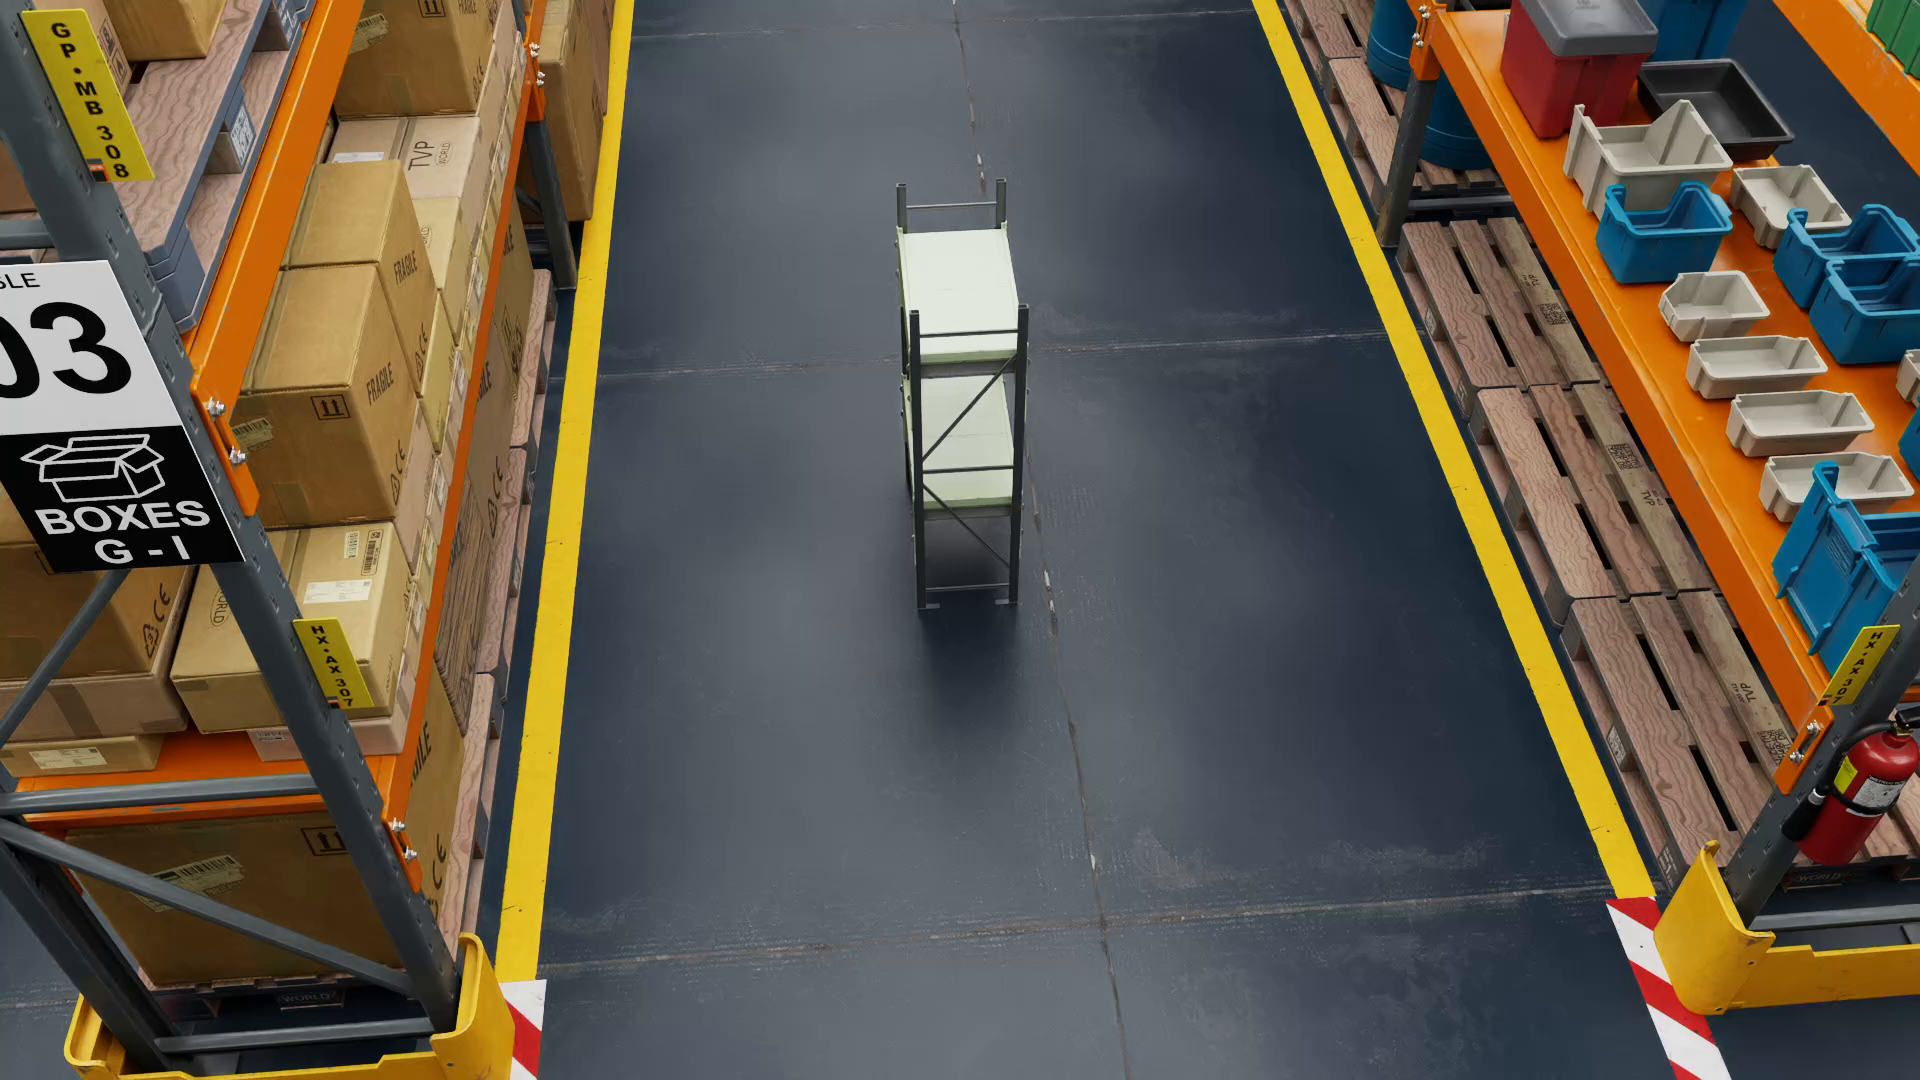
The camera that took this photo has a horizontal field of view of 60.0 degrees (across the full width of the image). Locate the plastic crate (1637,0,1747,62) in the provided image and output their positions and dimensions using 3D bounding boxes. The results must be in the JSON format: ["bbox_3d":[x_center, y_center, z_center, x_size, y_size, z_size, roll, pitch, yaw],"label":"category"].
[{"bbox_3d":[2.961,-2.247,6.918,0.392,0.384,0.575,-3,47,-3],"label":"plastic crate"}]

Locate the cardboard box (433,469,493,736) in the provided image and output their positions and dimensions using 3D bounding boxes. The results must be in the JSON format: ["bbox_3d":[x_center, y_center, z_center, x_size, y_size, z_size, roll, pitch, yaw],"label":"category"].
[{"bbox_3d":[-2.228,0.116,5.885,0.875,0.875,0.875,-3,47,-3],"label":"cardboard box"}]

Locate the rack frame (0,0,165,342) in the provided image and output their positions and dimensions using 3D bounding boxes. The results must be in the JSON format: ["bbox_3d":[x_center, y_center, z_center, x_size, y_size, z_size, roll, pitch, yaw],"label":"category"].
[{"bbox_3d":[-2.018,-1.417,2.030,1.000,3.000,0.127,-3,47,-3],"label":"rack frame"}]

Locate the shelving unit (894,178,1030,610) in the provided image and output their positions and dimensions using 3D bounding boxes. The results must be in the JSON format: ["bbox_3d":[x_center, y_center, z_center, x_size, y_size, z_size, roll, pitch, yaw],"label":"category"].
[{"bbox_3d":[-0.001,-0.521,6.347,0.431,1.500,0.755,-3,47,-3],"label":"shelving unit"}]

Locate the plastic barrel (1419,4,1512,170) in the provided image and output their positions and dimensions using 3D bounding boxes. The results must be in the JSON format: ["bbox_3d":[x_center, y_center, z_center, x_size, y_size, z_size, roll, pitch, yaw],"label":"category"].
[{"bbox_3d":[2.554,-2.366,8.218,0.600,0.901,0.708,-3,47,-3],"label":"plastic barrel"}]

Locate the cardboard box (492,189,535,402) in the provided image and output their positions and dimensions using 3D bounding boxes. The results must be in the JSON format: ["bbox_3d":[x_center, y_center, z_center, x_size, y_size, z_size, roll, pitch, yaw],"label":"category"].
[{"bbox_3d":[-2.378,-1.179,7.111,0.875,0.875,0.875,-3,47,-3],"label":"cardboard box"}]

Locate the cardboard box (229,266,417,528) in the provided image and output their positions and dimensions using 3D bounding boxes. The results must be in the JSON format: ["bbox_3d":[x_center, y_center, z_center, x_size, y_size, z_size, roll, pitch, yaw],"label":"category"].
[{"bbox_3d":[-1.831,-0.388,4.570,0.500,0.500,0.500,-5,47,-4],"label":"cardboard box"}]

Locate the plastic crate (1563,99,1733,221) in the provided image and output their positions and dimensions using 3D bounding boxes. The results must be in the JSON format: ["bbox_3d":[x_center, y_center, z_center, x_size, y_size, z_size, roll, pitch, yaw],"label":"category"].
[{"bbox_3d":[2.527,-1.413,6.199,0.437,0.282,0.530,-3,47,-3],"label":"plastic crate"}]

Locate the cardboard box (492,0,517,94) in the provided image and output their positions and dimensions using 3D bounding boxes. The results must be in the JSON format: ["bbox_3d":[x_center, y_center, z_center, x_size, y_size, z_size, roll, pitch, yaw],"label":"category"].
[{"bbox_3d":[-2.055,-1.995,6.608,0.500,0.250,0.500,-4,47,-4],"label":"cardboard box"}]

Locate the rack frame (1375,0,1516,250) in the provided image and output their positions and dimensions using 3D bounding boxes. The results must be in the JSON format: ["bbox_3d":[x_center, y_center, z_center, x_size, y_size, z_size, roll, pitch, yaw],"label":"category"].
[{"bbox_3d":[2.582,-2.549,7.234,1.000,3.000,0.127,-3,47,-3],"label":"rack frame"}]

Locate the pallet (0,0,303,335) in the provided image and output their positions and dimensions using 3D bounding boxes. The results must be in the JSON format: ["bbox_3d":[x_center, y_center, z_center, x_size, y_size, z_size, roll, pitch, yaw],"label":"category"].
[{"bbox_3d":[-2.091,-0.891,3.659,1.003,0.211,1.213,-3,47,-3],"label":"pallet"}]

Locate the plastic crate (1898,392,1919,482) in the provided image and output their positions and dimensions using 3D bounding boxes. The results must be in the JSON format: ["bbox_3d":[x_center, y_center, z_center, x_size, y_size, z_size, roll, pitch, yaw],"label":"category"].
[{"bbox_3d":[3.169,-0.293,5.172,0.416,0.233,0.300,-3,47,-3],"label":"plastic crate"}]

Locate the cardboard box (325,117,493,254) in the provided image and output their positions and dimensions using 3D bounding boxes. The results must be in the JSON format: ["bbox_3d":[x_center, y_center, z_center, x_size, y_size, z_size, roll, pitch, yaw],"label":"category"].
[{"bbox_3d":[-1.966,-1.251,5.904,0.500,0.250,0.500,-3,47,-2],"label":"cardboard box"}]

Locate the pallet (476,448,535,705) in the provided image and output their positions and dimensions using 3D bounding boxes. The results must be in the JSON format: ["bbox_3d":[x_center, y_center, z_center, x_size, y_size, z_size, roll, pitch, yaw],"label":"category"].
[{"bbox_3d":[-2.262,0.151,6.598,1.003,0.211,1.213,-3,47,-3],"label":"pallet"}]

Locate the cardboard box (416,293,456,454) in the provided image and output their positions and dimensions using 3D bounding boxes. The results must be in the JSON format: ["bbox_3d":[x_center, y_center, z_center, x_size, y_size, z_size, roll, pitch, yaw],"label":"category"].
[{"bbox_3d":[-1.878,-0.508,5.200,0.500,0.250,0.500,-5,47,-5],"label":"cardboard box"}]

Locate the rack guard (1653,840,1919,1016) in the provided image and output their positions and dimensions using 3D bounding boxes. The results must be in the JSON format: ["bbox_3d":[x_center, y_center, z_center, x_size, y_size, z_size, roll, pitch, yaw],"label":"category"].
[{"bbox_3d":[2.932,1.221,5.385,1.175,0.500,0.348,-3,47,-3],"label":"rack guard"}]

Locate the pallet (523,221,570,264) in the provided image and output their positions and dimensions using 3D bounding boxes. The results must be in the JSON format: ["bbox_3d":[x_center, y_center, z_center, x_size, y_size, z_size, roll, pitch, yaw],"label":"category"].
[{"bbox_3d":[-2.493,-1.843,8.486,1.003,0.211,1.213,-3,47,-3],"label":"pallet"}]

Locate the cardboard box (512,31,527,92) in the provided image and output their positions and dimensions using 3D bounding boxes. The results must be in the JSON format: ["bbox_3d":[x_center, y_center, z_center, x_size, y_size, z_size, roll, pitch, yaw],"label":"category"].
[{"bbox_3d":[-2.001,-1.961,6.850,0.380,0.149,0.250,-3,47,-3],"label":"cardboard box"}]

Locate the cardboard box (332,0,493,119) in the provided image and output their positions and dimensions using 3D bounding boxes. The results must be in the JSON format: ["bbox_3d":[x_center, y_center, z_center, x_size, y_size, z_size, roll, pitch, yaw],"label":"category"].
[{"bbox_3d":[-2.011,-1.877,5.980,0.500,0.500,0.500,-3,47,-3],"label":"cardboard box"}]

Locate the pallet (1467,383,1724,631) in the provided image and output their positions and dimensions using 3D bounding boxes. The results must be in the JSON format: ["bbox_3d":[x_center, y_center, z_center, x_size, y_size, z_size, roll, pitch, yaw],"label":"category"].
[{"bbox_3d":[2.788,-0.175,6.907,1.003,0.211,1.213,-3,47,-3],"label":"pallet"}]

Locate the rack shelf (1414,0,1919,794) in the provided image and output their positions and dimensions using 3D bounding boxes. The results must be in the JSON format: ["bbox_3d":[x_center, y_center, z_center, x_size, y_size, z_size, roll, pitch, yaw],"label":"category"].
[{"bbox_3d":[2.750,-0.854,6.125,1.077,0.370,4.000,-3,47,-3],"label":"rack shelf"}]

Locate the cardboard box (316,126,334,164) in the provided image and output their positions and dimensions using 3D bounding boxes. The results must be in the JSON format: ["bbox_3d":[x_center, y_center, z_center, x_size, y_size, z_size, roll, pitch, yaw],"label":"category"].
[{"bbox_3d":[-2.489,-1.208,5.863,0.500,0.250,0.500,-2,47,-2],"label":"cardboard box"}]

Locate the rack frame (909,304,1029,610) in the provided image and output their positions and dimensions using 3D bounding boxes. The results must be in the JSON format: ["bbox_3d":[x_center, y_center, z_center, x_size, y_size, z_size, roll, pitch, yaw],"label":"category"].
[{"bbox_3d":[0.030,-0.256,6.096,0.400,1.500,0.023,-3,47,-3],"label":"rack frame"}]

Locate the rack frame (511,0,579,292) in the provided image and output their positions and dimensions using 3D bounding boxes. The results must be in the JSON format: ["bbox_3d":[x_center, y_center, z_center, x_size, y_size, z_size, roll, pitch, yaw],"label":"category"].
[{"bbox_3d":[-2.353,-2.248,6.949,1.000,3.000,0.127,-3,47,-3],"label":"rack frame"}]

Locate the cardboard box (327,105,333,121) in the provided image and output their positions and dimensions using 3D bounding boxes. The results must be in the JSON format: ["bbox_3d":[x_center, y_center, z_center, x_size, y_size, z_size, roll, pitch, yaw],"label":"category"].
[{"bbox_3d":[-2.534,-1.837,5.943,0.500,0.500,0.500,-3,47,-3],"label":"cardboard box"}]

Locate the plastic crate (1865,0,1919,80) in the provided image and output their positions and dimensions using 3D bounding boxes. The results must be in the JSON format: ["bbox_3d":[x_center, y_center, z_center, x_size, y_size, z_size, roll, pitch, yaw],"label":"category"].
[{"bbox_3d":[2.550,-1.310,4.141,0.450,0.188,0.336,-3,47,-3],"label":"plastic crate"}]

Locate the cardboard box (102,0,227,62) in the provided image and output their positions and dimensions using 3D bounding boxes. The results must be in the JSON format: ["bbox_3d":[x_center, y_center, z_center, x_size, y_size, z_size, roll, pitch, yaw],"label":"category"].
[{"bbox_3d":[-2.042,-1.386,3.640,0.700,0.500,0.500,-5,47,-5],"label":"cardboard box"}]

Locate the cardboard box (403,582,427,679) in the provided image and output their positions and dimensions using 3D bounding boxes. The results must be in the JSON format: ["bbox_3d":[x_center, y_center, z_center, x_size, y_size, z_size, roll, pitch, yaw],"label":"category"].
[{"bbox_3d":[-1.742,0.270,4.738,0.380,0.149,0.250,-4,47,-4],"label":"cardboard box"}]

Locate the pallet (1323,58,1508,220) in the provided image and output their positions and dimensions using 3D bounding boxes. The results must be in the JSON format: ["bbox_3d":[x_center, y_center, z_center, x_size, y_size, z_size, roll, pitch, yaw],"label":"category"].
[{"bbox_3d":[2.559,-2.151,8.778,1.003,0.211,1.213,-3,47,-3],"label":"pallet"}]

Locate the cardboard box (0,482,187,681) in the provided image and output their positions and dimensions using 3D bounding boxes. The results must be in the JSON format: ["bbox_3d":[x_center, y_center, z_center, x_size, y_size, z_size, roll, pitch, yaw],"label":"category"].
[{"bbox_3d":[-2.321,0.001,4.201,0.500,0.500,0.500,-3,47,-3],"label":"cardboard box"}]

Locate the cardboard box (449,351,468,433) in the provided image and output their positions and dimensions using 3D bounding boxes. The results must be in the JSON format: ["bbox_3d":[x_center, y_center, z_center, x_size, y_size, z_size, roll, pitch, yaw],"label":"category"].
[{"bbox_3d":[-1.829,-0.474,5.443,0.380,0.149,0.250,-4,47,-4],"label":"cardboard box"}]

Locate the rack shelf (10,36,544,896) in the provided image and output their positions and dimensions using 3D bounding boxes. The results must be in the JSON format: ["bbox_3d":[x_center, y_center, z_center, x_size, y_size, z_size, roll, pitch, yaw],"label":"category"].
[{"bbox_3d":[-2.186,-0.553,5.840,1.077,0.370,4.000,-3,47,-3],"label":"rack shelf"}]

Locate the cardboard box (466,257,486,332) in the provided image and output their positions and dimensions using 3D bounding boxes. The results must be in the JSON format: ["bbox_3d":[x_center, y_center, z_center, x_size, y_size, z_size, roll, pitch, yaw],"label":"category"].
[{"bbox_3d":[-1.873,-0.847,5.795,0.380,0.149,0.250,-3,47,-3],"label":"cardboard box"}]

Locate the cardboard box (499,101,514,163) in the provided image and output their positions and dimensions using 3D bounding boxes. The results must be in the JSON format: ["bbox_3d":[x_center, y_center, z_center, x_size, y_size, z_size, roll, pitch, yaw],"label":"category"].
[{"bbox_3d":[-1.958,-1.589,6.498,0.380,0.149,0.250,-4,47,-4],"label":"cardboard box"}]

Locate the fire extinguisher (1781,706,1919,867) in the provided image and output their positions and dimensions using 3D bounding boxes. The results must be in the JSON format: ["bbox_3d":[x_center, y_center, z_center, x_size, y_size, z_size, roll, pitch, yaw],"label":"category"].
[{"bbox_3d":[2.477,0.637,4.527,0.296,0.674,0.183,-3,47,-3],"label":"fire extinguisher"}]

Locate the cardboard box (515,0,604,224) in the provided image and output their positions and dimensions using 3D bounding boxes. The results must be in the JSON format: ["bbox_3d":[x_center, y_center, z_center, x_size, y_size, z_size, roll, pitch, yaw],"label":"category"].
[{"bbox_3d":[-2.427,-2.123,8.006,1.225,0.875,0.875,-3,47,-3],"label":"cardboard box"}]

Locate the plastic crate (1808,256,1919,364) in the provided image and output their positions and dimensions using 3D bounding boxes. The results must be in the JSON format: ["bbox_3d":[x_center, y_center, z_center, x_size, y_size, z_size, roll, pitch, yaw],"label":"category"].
[{"bbox_3d":[3.114,-0.769,5.623,0.416,0.233,0.300,-3,47,-3],"label":"plastic crate"}]

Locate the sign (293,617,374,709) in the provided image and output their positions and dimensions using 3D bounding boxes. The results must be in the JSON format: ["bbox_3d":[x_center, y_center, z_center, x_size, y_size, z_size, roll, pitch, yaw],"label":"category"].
[{"bbox_3d":[-1.465,0.292,3.893,0.100,0.325,0.005,-3,47,-3],"label":"sign"}]

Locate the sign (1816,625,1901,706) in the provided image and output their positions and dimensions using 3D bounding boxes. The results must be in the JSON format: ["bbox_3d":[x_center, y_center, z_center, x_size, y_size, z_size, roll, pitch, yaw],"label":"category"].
[{"bbox_3d":[2.370,0.334,4.392,0.100,0.325,0.005,-3,47,-3],"label":"sign"}]

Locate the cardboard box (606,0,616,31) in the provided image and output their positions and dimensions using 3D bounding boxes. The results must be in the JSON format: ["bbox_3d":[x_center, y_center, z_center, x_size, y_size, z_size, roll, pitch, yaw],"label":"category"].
[{"bbox_3d":[-2.584,-3.410,9.224,1.225,0.875,0.875,-3,47,-3],"label":"cardboard box"}]

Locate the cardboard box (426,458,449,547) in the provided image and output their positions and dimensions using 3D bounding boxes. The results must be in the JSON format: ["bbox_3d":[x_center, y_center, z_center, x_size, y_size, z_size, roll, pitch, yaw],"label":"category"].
[{"bbox_3d":[-1.787,-0.104,5.092,0.380,0.149,0.250,-4,47,-4],"label":"cardboard box"}]

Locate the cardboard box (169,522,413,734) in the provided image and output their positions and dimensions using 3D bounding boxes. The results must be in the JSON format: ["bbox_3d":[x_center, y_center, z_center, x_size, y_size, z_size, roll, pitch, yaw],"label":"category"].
[{"bbox_3d":[-1.790,0.232,4.499,0.500,0.250,0.500,-5,47,-4],"label":"cardboard box"}]

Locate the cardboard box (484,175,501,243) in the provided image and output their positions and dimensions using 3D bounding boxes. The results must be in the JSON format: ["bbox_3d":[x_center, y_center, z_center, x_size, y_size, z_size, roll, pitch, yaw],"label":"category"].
[{"bbox_3d":[-1.915,-1.216,6.145,0.380,0.149,0.250,-3,47,-3],"label":"cardboard box"}]

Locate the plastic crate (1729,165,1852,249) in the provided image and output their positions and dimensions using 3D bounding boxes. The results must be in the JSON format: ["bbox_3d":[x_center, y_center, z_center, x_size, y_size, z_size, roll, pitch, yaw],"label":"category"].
[{"bbox_3d":[3.028,-1.237,6.132,0.293,0.136,0.466,-3,47,-3],"label":"plastic crate"}]

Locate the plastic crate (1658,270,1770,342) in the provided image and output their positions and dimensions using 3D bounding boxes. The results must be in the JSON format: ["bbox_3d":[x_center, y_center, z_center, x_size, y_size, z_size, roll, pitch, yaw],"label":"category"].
[{"bbox_3d":[2.568,-0.787,5.706,0.298,0.136,0.250,-3,47,-3],"label":"plastic crate"}]

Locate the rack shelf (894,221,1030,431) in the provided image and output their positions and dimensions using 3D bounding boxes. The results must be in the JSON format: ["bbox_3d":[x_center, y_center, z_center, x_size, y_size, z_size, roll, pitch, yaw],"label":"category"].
[{"bbox_3d":[-0.001,-0.789,6.063,0.431,0.370,0.720,-3,47,-3],"label":"rack shelf"}]

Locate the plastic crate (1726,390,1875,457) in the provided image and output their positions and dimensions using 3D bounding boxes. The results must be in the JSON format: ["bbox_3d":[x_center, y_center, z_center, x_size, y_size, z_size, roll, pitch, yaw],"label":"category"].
[{"bbox_3d":[2.659,-0.374,5.315,0.396,0.136,0.243,-3,47,-3],"label":"plastic crate"}]
